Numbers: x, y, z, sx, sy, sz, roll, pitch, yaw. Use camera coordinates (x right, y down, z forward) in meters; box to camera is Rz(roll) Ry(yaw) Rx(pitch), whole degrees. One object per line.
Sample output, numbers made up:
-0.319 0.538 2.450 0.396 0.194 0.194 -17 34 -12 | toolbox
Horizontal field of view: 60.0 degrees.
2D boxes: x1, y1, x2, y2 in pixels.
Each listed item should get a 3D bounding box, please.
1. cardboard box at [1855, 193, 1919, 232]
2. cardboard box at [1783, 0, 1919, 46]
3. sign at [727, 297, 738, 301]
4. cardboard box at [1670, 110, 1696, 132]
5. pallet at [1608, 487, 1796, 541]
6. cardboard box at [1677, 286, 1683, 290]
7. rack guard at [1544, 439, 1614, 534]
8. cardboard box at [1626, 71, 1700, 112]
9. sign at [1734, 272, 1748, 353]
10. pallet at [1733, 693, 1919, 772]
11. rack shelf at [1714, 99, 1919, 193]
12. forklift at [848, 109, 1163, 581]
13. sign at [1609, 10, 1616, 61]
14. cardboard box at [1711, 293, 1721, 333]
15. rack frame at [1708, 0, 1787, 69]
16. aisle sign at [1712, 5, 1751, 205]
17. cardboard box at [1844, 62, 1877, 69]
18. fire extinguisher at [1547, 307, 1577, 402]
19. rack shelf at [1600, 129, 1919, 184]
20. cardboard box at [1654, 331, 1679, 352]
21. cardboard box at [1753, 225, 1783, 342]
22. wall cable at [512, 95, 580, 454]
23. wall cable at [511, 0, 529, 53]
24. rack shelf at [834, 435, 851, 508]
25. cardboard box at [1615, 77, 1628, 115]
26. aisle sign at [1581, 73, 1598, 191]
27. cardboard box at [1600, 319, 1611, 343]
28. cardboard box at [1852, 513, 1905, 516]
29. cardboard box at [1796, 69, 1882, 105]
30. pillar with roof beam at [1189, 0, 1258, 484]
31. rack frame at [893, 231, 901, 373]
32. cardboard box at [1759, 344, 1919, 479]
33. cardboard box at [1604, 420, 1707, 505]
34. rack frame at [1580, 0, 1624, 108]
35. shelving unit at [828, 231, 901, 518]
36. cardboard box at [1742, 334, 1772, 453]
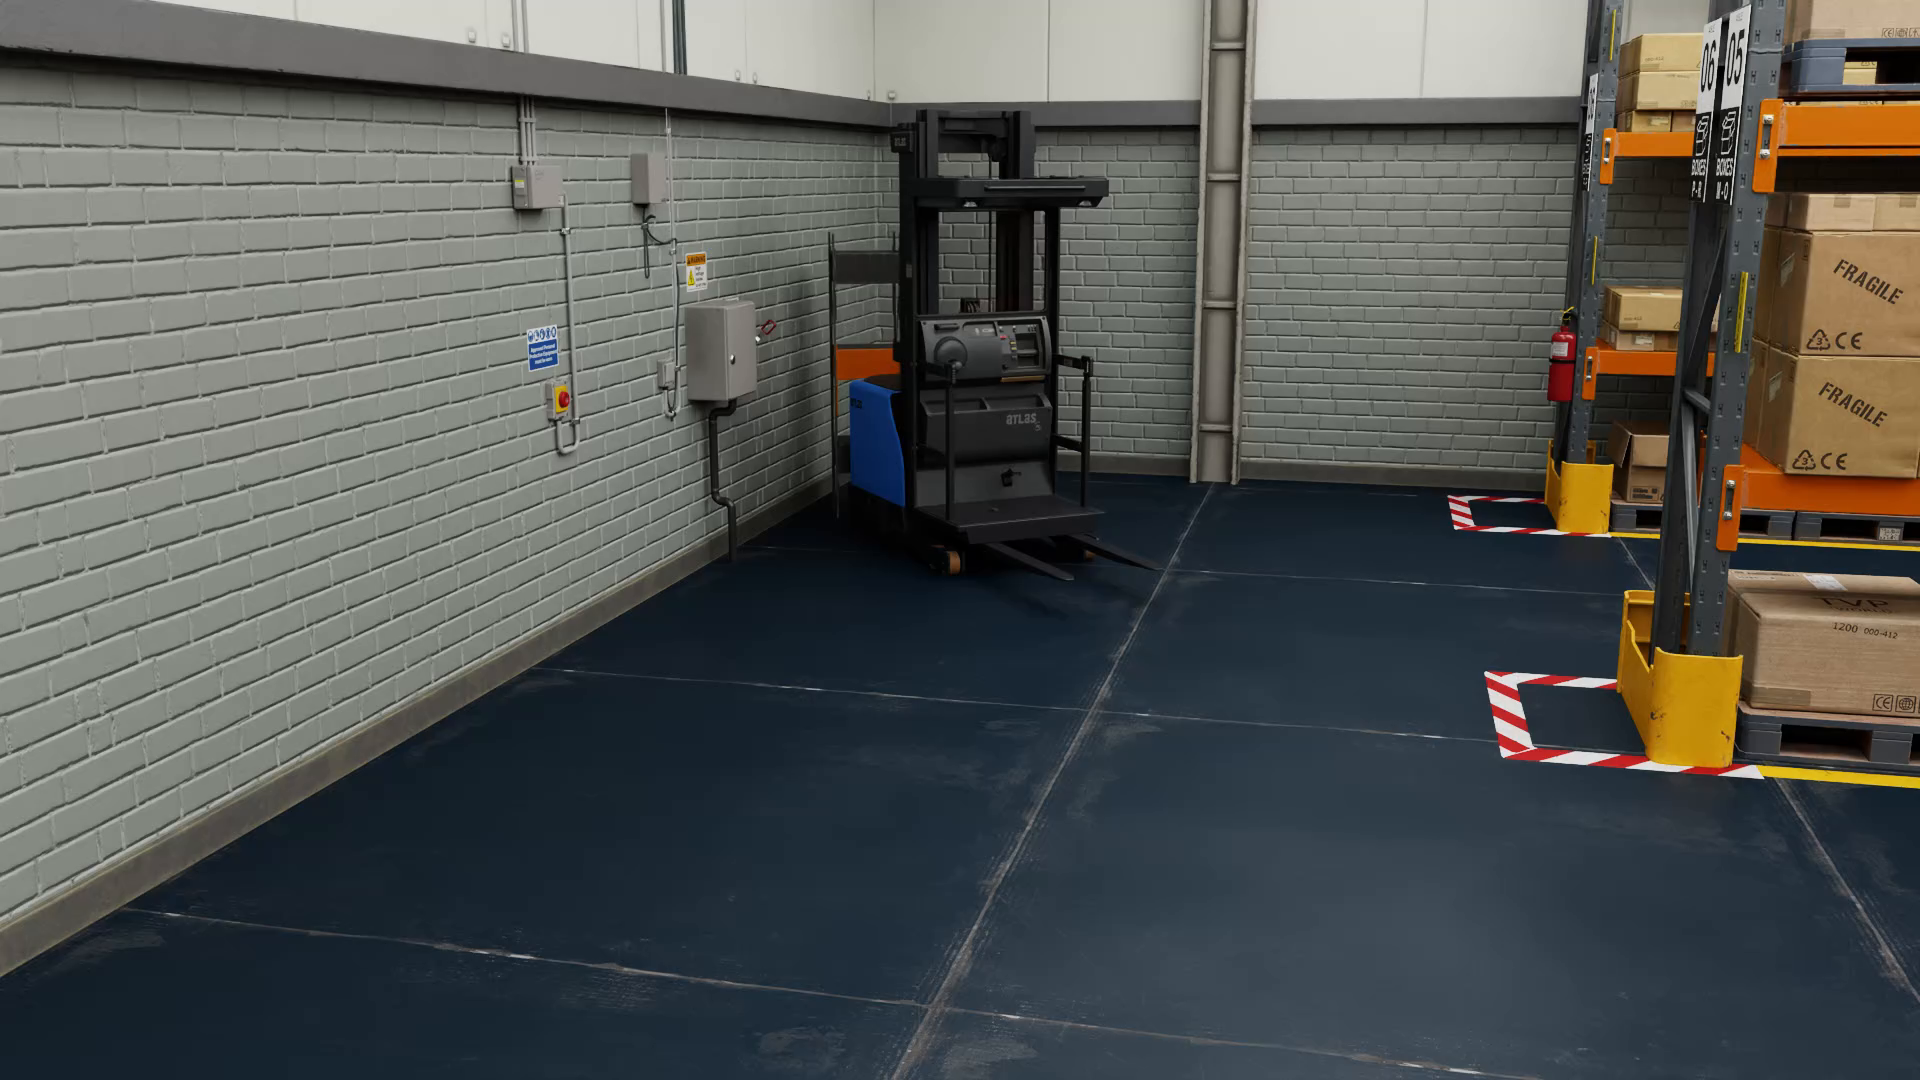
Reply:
3.912 -1.374 6.963 0.250 0.149 0.380 3 13 15 | cardboard box
3.821 -2.236 7.107 0.500 0.250 0.500 2 13 8 | cardboard box
-1.555 -1.386 11.273 0.001 0.494 0.329 3 13 14 | sign
5.063 -2.908 11.569 0.250 0.149 0.380 3 13 15 | cardboard box
5.396 -0.233 12.296 1.213 0.211 1.003 3 13 14 | pallet
5.559 -1.716 12.204 0.500 0.250 0.500 3 13 14 | cardboard box
4.622 -0.415 12.451 0.348 0.500 1.175 3 13 14 | rack guard
4.913 -3.095 11.494 0.500 0.250 0.500 3 13 13 | cardboard box
3.224 -0.940 6.865 0.005 0.325 0.100 3 13 14 | sign
4.157 0.791 7.681 1.213 0.211 1.003 3 13 14 | pallet
5.304 -1.605 6.777 4.000 0.370 1.077 3 13 14 | rack shelf
0.269 -1.307 10.860 1.130 2.935 3.031 -6 14 -25 | forklift
4.418 -3.416 11.264 0.005 0.325 0.100 3 13 14 | sign
5.413 -1.605 11.702 0.500 0.250 0.500 3 13 14 | cardboard box
3.362 -3.524 6.842 0.127 3.000 1.000 3 13 14 | rack frame
3.223 -1.807 6.952 0.004 0.787 0.394 3 13 14 | aisle sign
5.899 -3.290 11.219 0.500 0.250 0.500 3 13 13 | cardboard box
4.294 -1.330 11.843 0.183 0.674 0.296 3 13 14 | fire extinguisher
6.490 -2.649 11.483 4.000 0.370 1.077 3 13 14 | rack shelf
5.059 -1.439 11.872 0.250 0.149 0.380 3 13 15 | cardboard box
3.887 -1.157 7.486 0.500 0.500 0.500 4 13 15 | cardboard box
-2.118 -1.394 8.675 0.123 1.953 0.585 3 13 14 | wall cable
-2.228 -3.760 7.906 0.029 3.000 0.463 3 13 14 | wall cable
-0.707 -0.547 12.647 0.480 0.518 0.431 -2 13 -9 | rack shelf
5.045 -3.210 12.011 0.500 0.250 0.500 3 13 13 | cardboard box
4.411 -2.850 11.654 0.004 0.787 0.394 3 13 14 | aisle sign
4.934 -1.556 12.402 0.250 0.149 0.380 3 13 13 | cardboard box
6.429 -0.471 11.735 0.500 0.500 0.500 3 13 15 | cardboard box
5.906 -3.044 11.263 0.500 0.250 0.500 3 13 12 | cardboard box
1.115 -3.992 8.952 0.400 9.000 9.100 3 13 14 | pillar with roof beam
-0.466 -1.252 12.530 0.015 2.100 0.400 -2 13 -9 | rack frame
3.760 -0.559 7.097 0.500 0.500 0.500 3 13 13 | cardboard box
5.119 -0.574 12.190 0.637 0.503 0.797 3 13 11 | cardboard box
4.548 -4.568 11.548 0.127 3.000 1.000 3 13 14 | rack frame
-0.707 -1.244 12.493 0.503 2.100 0.431 -2 13 -9 | shelving unit
3.894 -0.675 7.619 0.500 0.500 0.500 3 13 14 | cardboard box
